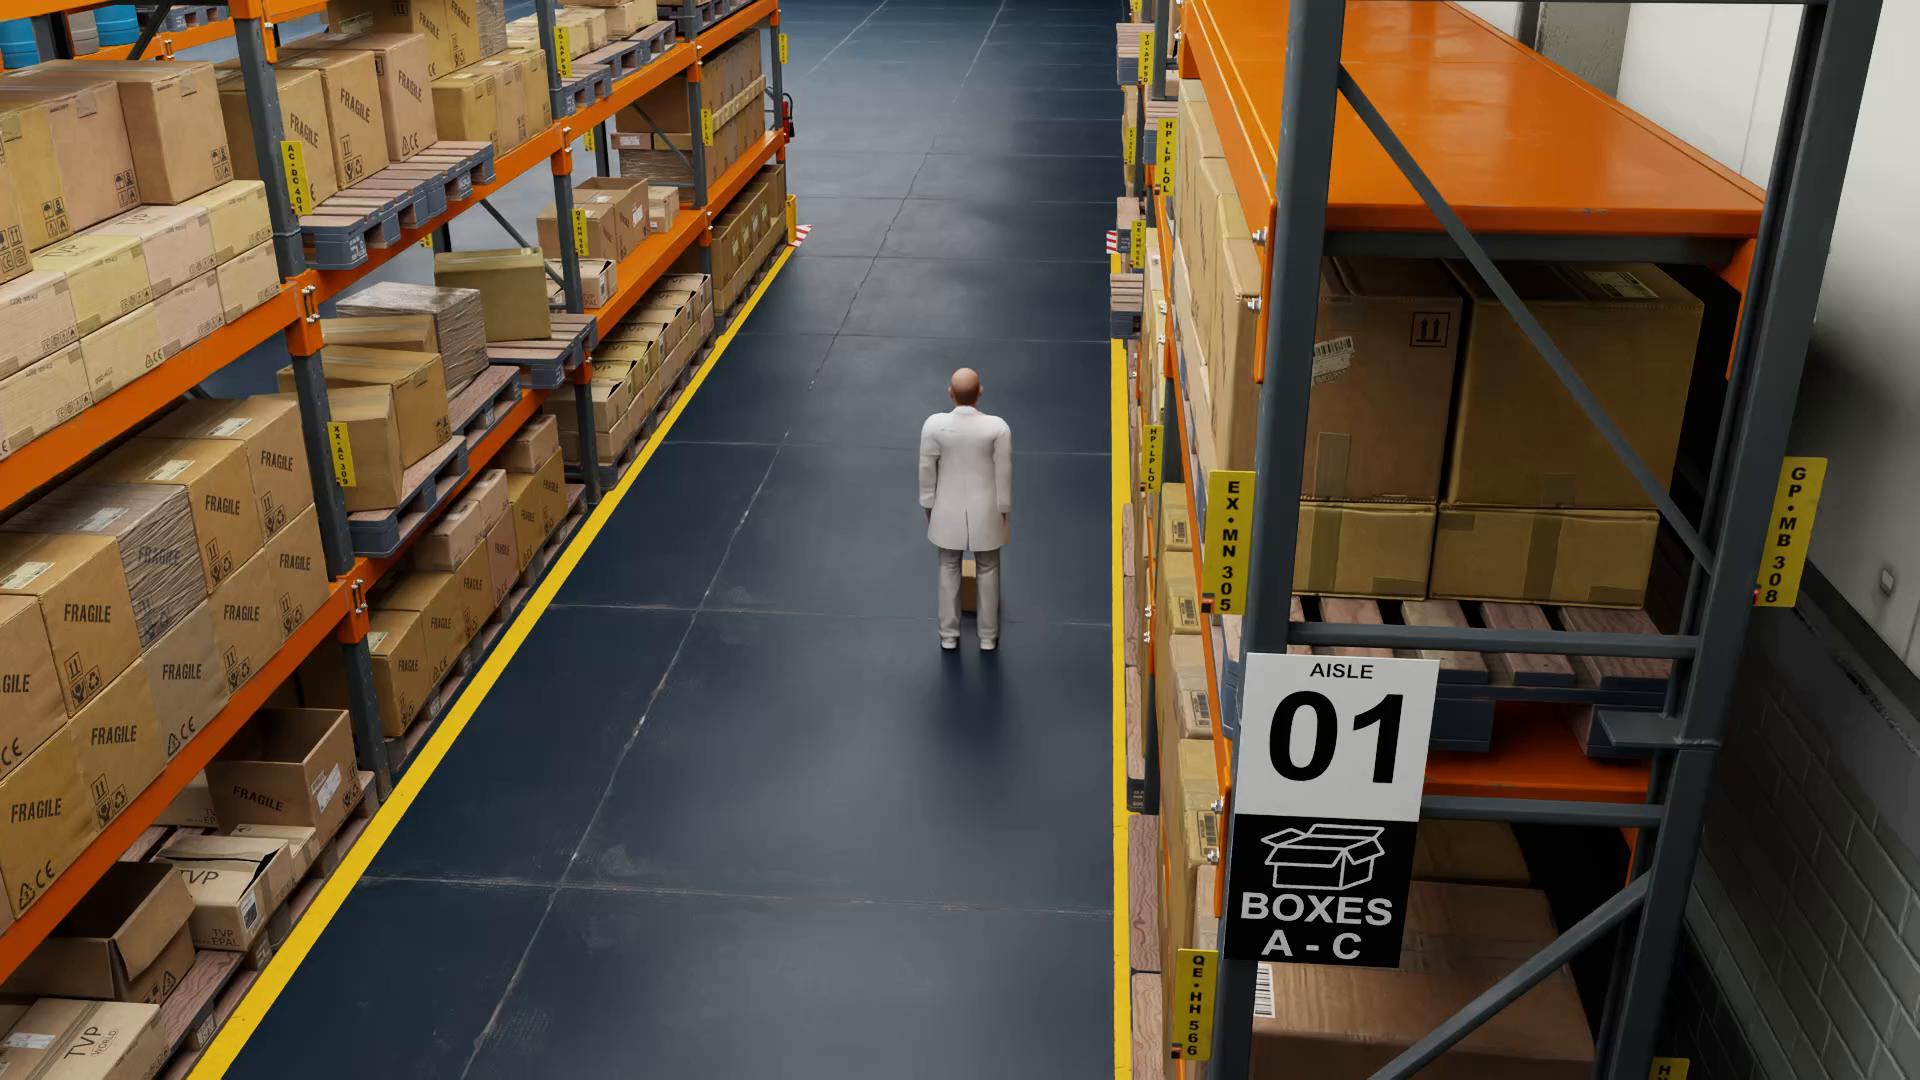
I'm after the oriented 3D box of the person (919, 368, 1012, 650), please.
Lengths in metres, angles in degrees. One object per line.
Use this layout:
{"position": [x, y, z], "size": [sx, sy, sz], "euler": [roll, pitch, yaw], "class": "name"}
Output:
{"position": [0.035, -0.194, 10.065], "size": [0.566, 1.777, 0.383], "euler": [2, 24, 5], "class": "person"}
